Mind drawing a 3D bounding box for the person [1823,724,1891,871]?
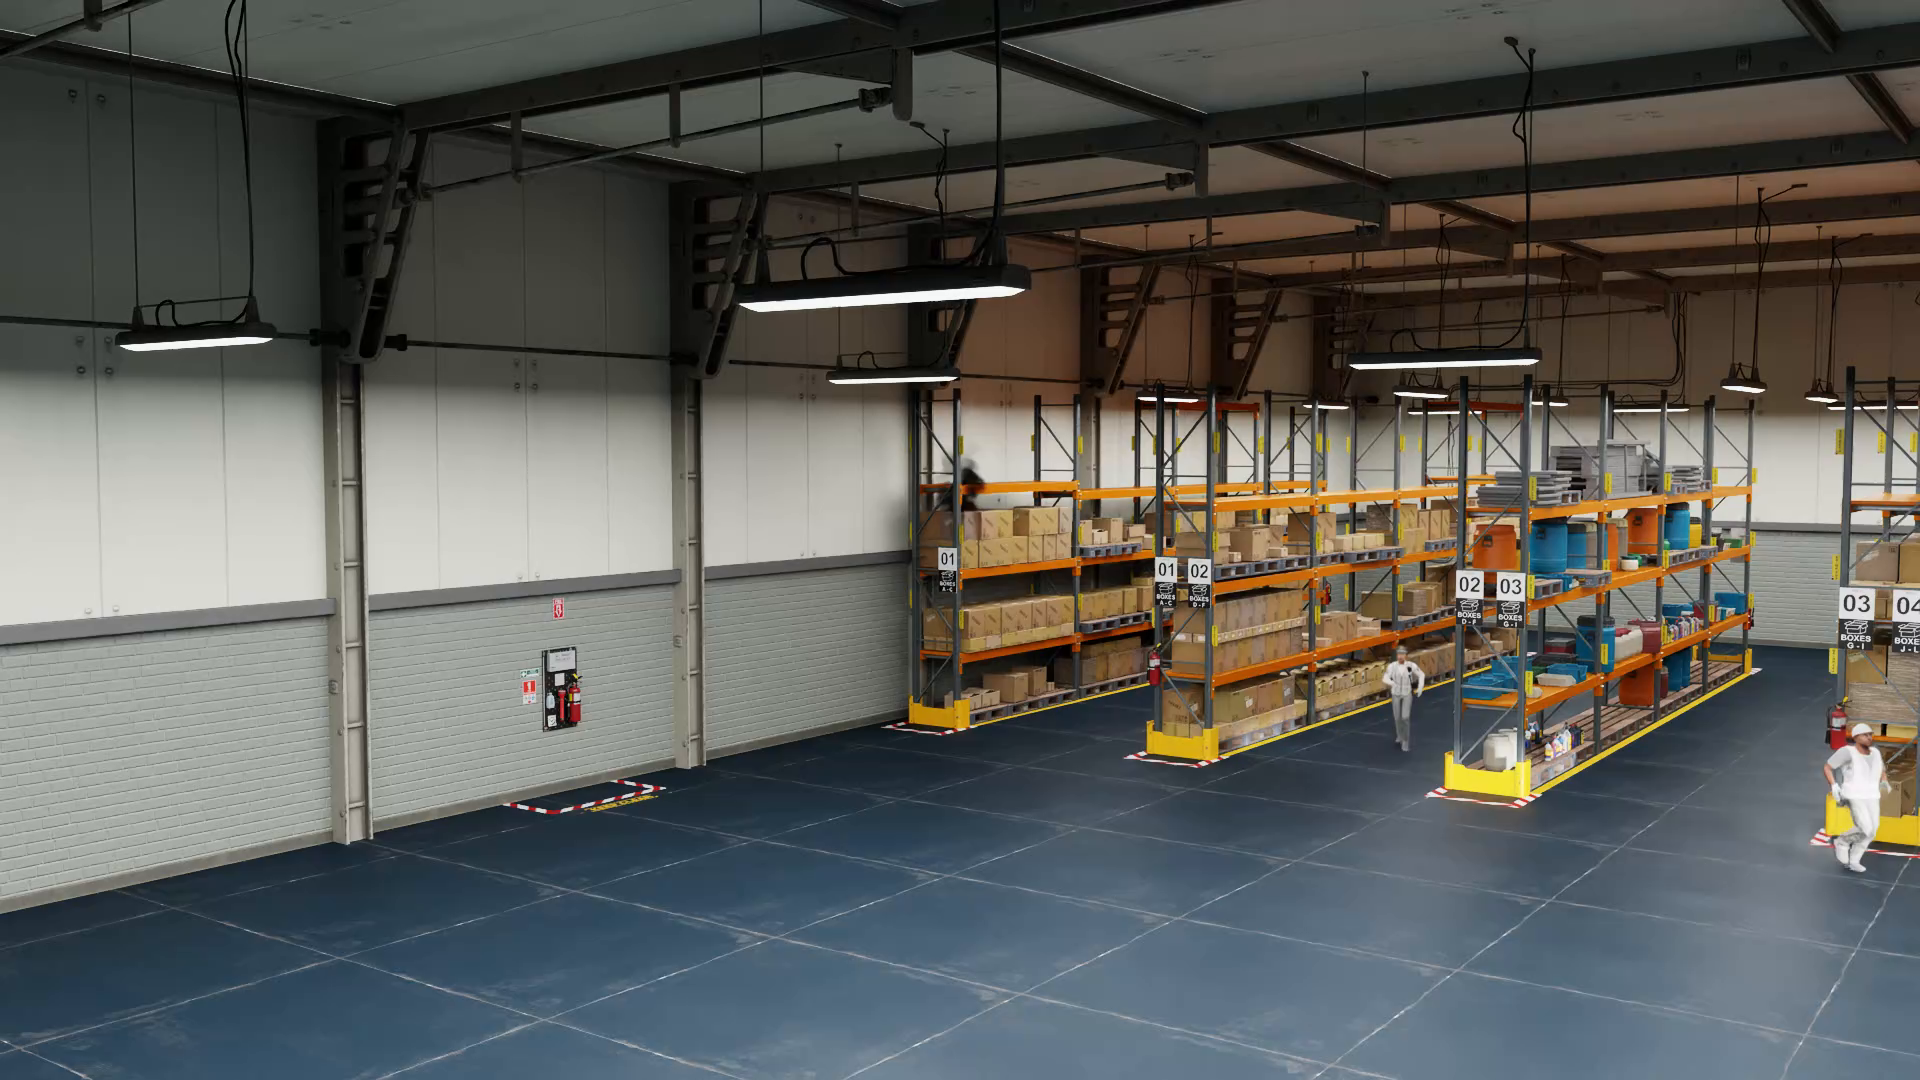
[{"bbox_3d":[10.558,3.022,19.428,0.683,1.739,0.594,-1,3,-12],"label":"person"}]

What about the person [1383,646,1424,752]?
[{"bbox_3d":[7.300,2.609,27.419,0.631,1.770,0.739,1,4,25],"label":"person"}]
